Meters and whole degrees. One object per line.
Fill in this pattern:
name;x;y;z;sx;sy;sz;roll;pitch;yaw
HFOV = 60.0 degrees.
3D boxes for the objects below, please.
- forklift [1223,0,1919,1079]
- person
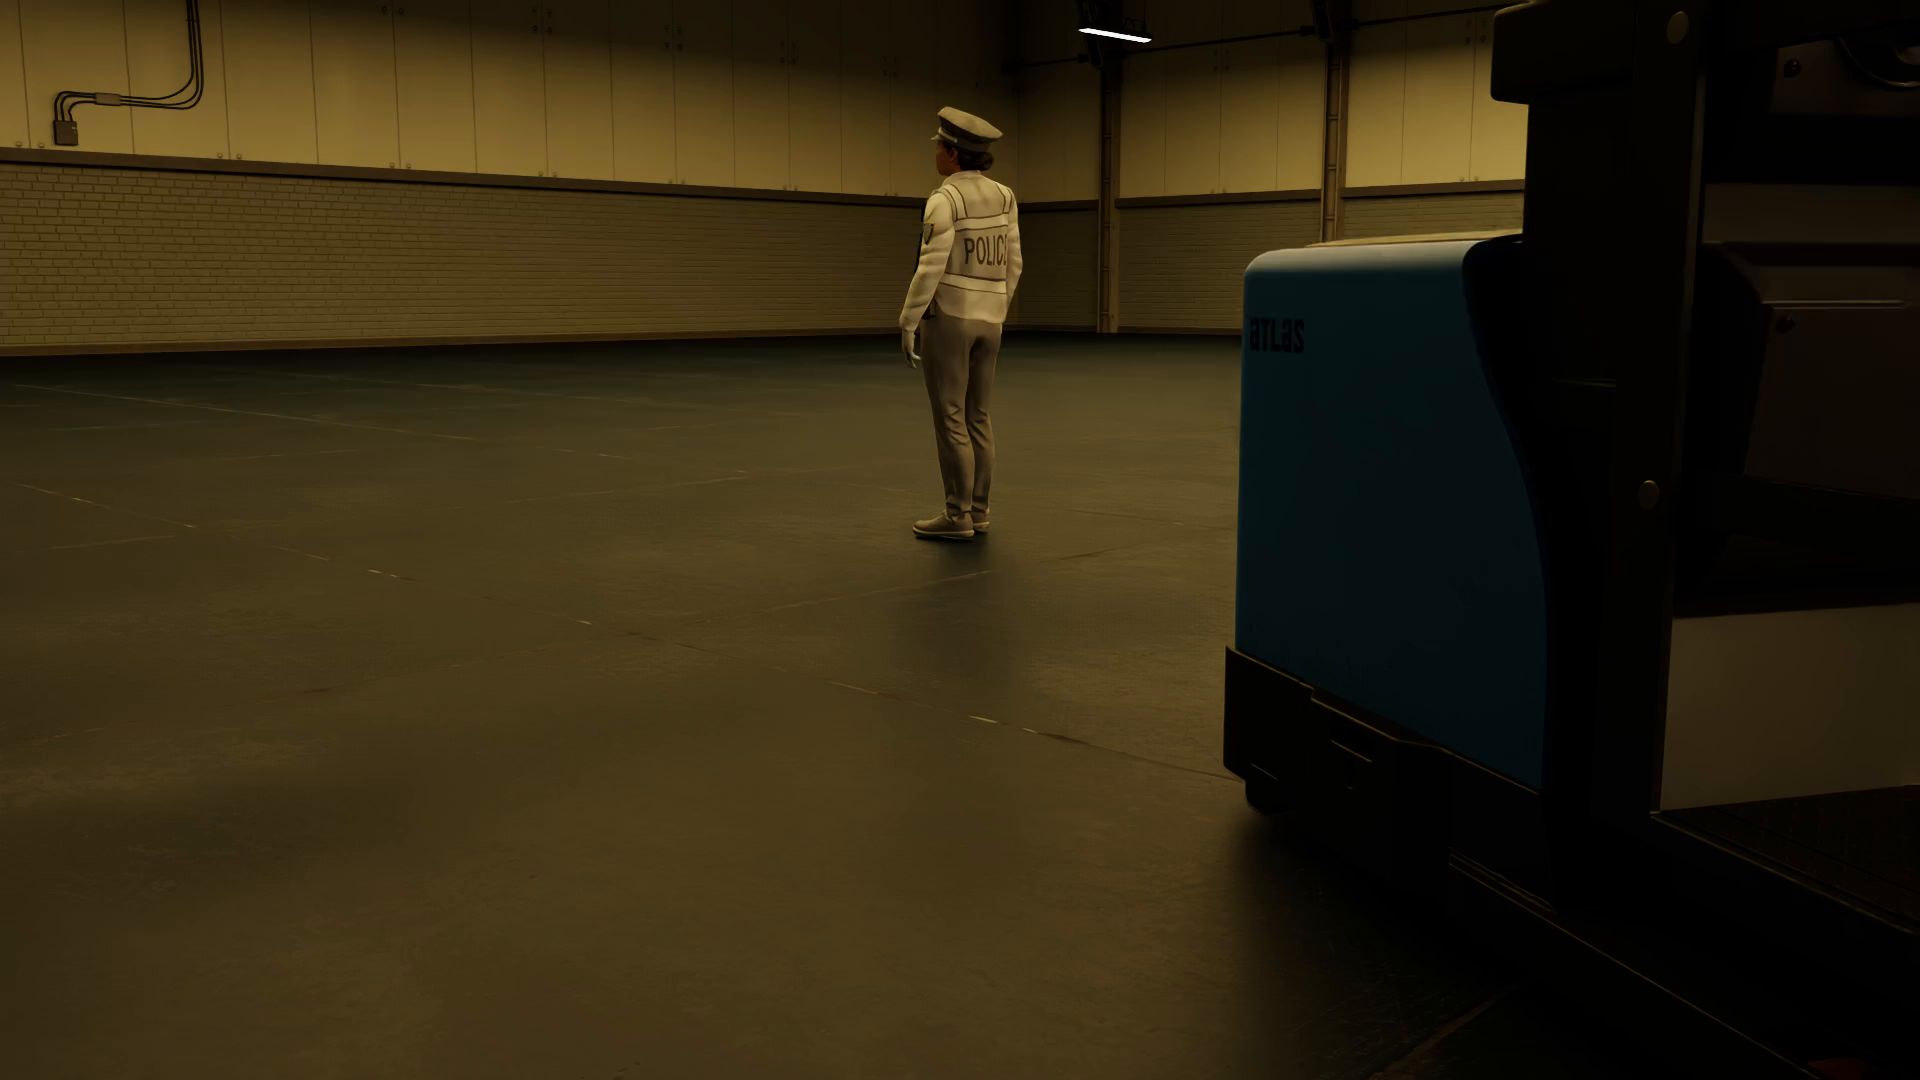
forklift;1.425;-0.750;1.850;1.130;2.935;3.031;-3;9;-16
person;-0.044;-0.853;6.643;0.530;1.694;0.586;8;12;43
